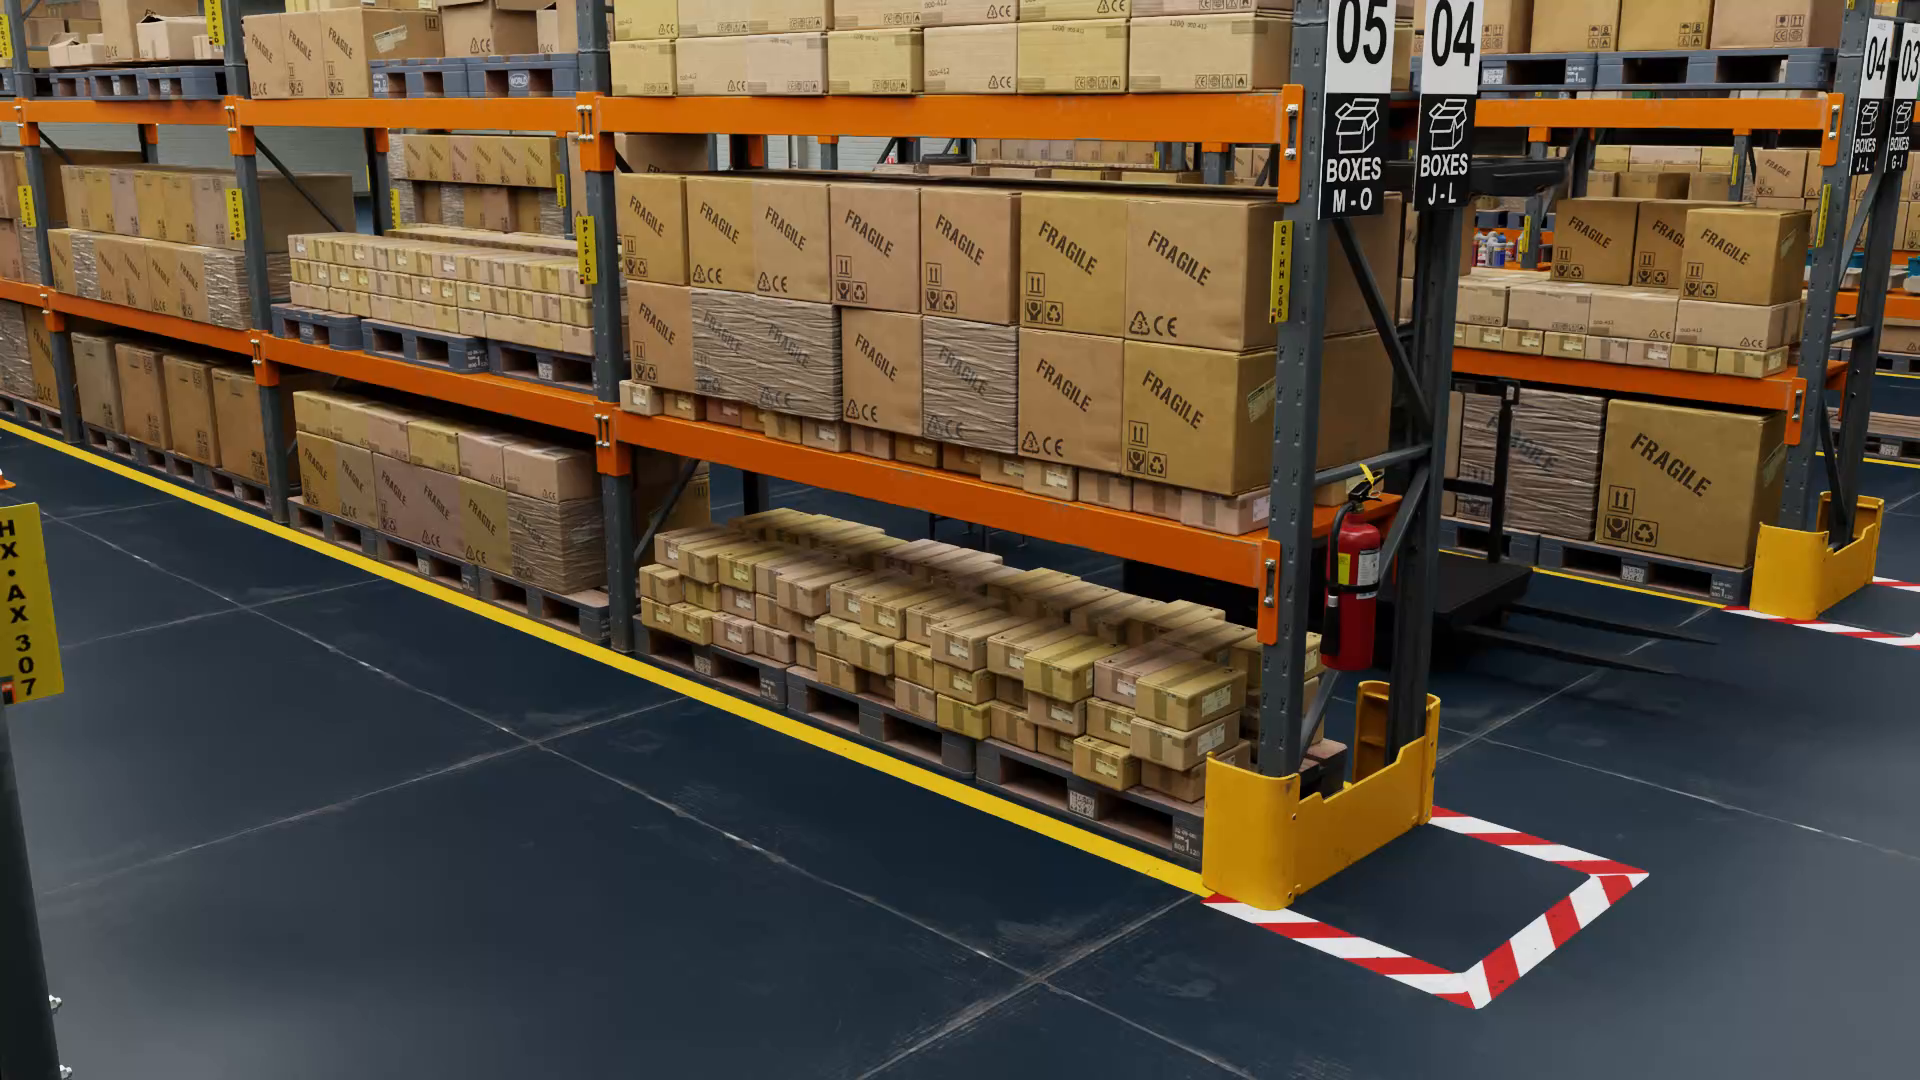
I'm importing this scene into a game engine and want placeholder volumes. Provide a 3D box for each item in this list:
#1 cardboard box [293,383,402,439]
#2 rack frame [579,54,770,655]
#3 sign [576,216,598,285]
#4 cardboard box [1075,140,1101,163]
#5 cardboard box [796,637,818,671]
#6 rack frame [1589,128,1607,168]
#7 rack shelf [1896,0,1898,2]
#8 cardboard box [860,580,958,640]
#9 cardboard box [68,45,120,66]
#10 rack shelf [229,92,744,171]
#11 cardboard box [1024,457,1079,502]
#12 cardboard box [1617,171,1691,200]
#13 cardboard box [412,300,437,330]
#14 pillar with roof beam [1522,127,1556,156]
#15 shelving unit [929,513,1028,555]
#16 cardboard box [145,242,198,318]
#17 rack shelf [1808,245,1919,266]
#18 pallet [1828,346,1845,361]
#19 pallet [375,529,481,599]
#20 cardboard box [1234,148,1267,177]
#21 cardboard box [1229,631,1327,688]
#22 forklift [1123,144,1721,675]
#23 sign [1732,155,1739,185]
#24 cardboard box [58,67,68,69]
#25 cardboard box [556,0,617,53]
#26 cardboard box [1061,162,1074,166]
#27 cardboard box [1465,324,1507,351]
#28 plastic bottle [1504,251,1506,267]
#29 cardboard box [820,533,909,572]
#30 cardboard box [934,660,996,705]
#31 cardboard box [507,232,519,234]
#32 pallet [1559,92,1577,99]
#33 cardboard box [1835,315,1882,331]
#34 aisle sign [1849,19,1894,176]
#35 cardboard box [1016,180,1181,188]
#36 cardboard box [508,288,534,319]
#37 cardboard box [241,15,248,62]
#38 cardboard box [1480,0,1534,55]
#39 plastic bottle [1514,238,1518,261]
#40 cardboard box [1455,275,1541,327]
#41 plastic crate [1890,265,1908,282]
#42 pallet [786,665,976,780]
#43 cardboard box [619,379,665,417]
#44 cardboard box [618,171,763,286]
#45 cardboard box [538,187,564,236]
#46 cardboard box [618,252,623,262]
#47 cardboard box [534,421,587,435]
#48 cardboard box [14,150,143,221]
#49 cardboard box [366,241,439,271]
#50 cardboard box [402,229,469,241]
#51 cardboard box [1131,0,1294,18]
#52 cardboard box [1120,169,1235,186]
[{"bbox_3d":[-3.988,-0.846,10.865,0.500,0.250,0.500,13,19,40],"label":"cardboard box"},{"bbox_3d":[-1.437,-0.954,8.643,0.127,3.000,1.000,14,20,42],"label":"rack frame"},{"bbox_3d":[-1.820,-1.413,8.108,0.005,0.325,0.100,14,20,42],"label":"sign"},{"bbox_3d":[2.149,-5.962,25.095,0.500,0.500,0.700,14,20,42],"label":"cardboard box"},{"bbox_3d":[-0.556,0.502,7.880,0.250,0.149,0.380,13,19,40],"label":"cardboard box"},{"bbox_3d":[9.511,-5.233,25.066,0.053,2.616,0.949,14,20,42],"label":"rack frame"},{"bbox_3d":[13.832,-6.545,20.423,4.000,0.370,1.077,14,20,42],"label":"rack shelf"},{"bbox_3d":[-0.226,0.311,7.431,0.250,0.149,0.380,14,20,42],"label":"cardboard box"},{"bbox_3d":[-6.622,-3.709,12.735,0.380,0.149,0.250,14,20,42],"label":"cardboard box"},{"bbox_3d":[-2.877,-2.407,9.699,4.000,0.370,1.077,14,20,42],"label":"rack shelf"},{"bbox_3d":[0.468,-0.270,6.516,0.380,0.149,0.250,-14,20,-43],"label":"cardboard box"},{"bbox_3d":[8.232,-4.118,19.755,0.700,0.500,0.500,-11,18,-35],"label":"cardboard box"},{"bbox_3d":[-2.993,-1.343,9.802,0.250,0.149,0.380,13,19,40],"label":"cardboard box"},{"bbox_3d":[6.190,-7.740,22.789,0.400,9.000,9.100,14,20,42],"label":"pillar with roof beam"},{"bbox_3d":[0.119,-0.987,10.556,0.503,2.100,0.431,14,20,42],"label":"shelving unit"},{"bbox_3d":[-5.545,-1.907,12.104,0.500,0.500,0.500,13,20,41],"label":"cardboard box"},{"bbox_3d":[10.397,-2.936,17.676,4.000,0.370,1.077,14,20,42],"label":"rack shelf"},{"bbox_3d":[9.451,-2.164,18.818,1.213,0.211,1.003,14,20,42],"label":"pallet"},{"bbox_3d":[-2.881,0.046,10.336,1.213,0.211,1.003,14,20,42],"label":"pallet"},{"bbox_3d":[4.985,-6.527,28.805,0.500,0.500,0.500,-14,20,-42],"label":"cardboard box"},{"bbox_3d":[1.301,0.482,6.776,0.250,0.149,0.380,13,19,40],"label":"cardboard box"},{"bbox_3d":[2.373,-0.866,8.570,3.031,2.867,1.129,12,19,39],"label":"forklift"},{"bbox_3d":[8.574,-4.093,18.394,0.005,0.325,0.100,14,20,42],"label":"sign"},{"bbox_3d":[-7.589,-4.150,14.427,0.250,0.149,0.380,14,20,42],"label":"cardboard box"},{"bbox_3d":[-1.634,-2.743,8.530,0.500,0.500,0.700,14,20,42],"label":"cardboard box"},{"bbox_3d":[1.747,-5.673,25.271,0.380,0.149,0.250,-14,20,-42],"label":"cardboard box"},{"bbox_3d":[3.373,-1.285,10.412,0.380,0.149,0.250,-14,20,-43],"label":"cardboard box"},{"bbox_3d":[5.081,-2.675,15.645,0.097,0.201,0.097,0,15,0],"label":"plastic bottle"},{"bbox_3d":[-0.472,0.089,8.282,0.380,0.149,0.250,-14,20,-42],"label":"cardboard box"},{"bbox_3d":[0.107,0.559,7.068,0.250,0.149,0.380,14,20,43],"label":"cardboard box"},{"bbox_3d":[-4.697,-3.290,18.109,0.250,0.149,0.380,14,20,42],"label":"cardboard box"},{"bbox_3d":[7.787,-5.302,19.756,1.003,0.211,1.213,14,20,42],"label":"pallet"},{"bbox_3d":[10.104,-2.366,18.523,0.500,0.311,0.500,14,20,42],"label":"cardboard box"},{"bbox_3d":[4.801,-2.327,8.758,0.004,0.787,0.394,14,20,42],"label":"aisle sign"},{"bbox_3d":[0.577,-1.239,6.966,0.500,0.500,0.500,13,20,41],"label":"cardboard box"},{"bbox_3d":[-2.228,-1.303,9.059,0.380,0.149,0.250,-13,20,-42],"label":"cardboard box"},{"bbox_3d":[-4.685,-3.480,11.537,0.500,0.311,0.500,14,20,42],"label":"cardboard box"},{"bbox_3d":[3.345,-3.250,10.276,0.700,0.500,0.500,-13,20,-42],"label":"cardboard box"},{"bbox_3d":[5.452,-2.844,16.128,0.133,0.283,0.061,14,20,42],"label":"plastic bottle"},{"bbox_3d":[3.316,-1.513,10.495,0.500,0.250,0.500,14,20,42],"label":"cardboard box"},{"bbox_3d":[7.785,-2.229,13.943,0.298,0.136,0.250,14,20,42],"label":"plastic crate"},{"bbox_3d":[-0.047,0.720,7.749,1.213,0.211,1.003,14,20,42],"label":"pallet"},{"bbox_3d":[-1.460,-0.723,8.256,0.380,0.149,0.250,-14,20,-42],"label":"cardboard box"},{"bbox_3d":[-1.282,-1.507,7.994,0.500,0.500,0.500,-14,20,-43],"label":"cardboard box"},{"bbox_3d":[-3.962,-3.519,17.699,0.500,0.500,0.875,14,20,42],"label":"cardboard box"},{"bbox_3d":[-1.789,-1.569,9.489,0.250,0.149,0.380,14,20,43],"label":"cardboard box"},{"bbox_3d":[-2.171,-0.580,9.847,0.500,0.250,0.500,-14,20,-43],"label":"cardboard box"},{"bbox_3d":[-7.438,-3.020,14.133,0.550,0.550,0.875,14,20,42],"label":"cardboard box"},{"bbox_3d":[-3.363,-1.723,10.083,0.380,0.149,0.250,-13,20,-42],"label":"cardboard box"},{"bbox_3d":[-3.467,-1.976,11.053,0.250,0.149,0.380,13,20,42],"label":"cardboard box"},{"bbox_3d":[0.934,-1.909,5.666,0.500,0.250,0.500,13,19,41],"label":"cardboard box"},{"bbox_3d":[1.613,-2.480,12.314,0.637,0.503,0.797,13,19,41],"label":"cardboard box"}]
